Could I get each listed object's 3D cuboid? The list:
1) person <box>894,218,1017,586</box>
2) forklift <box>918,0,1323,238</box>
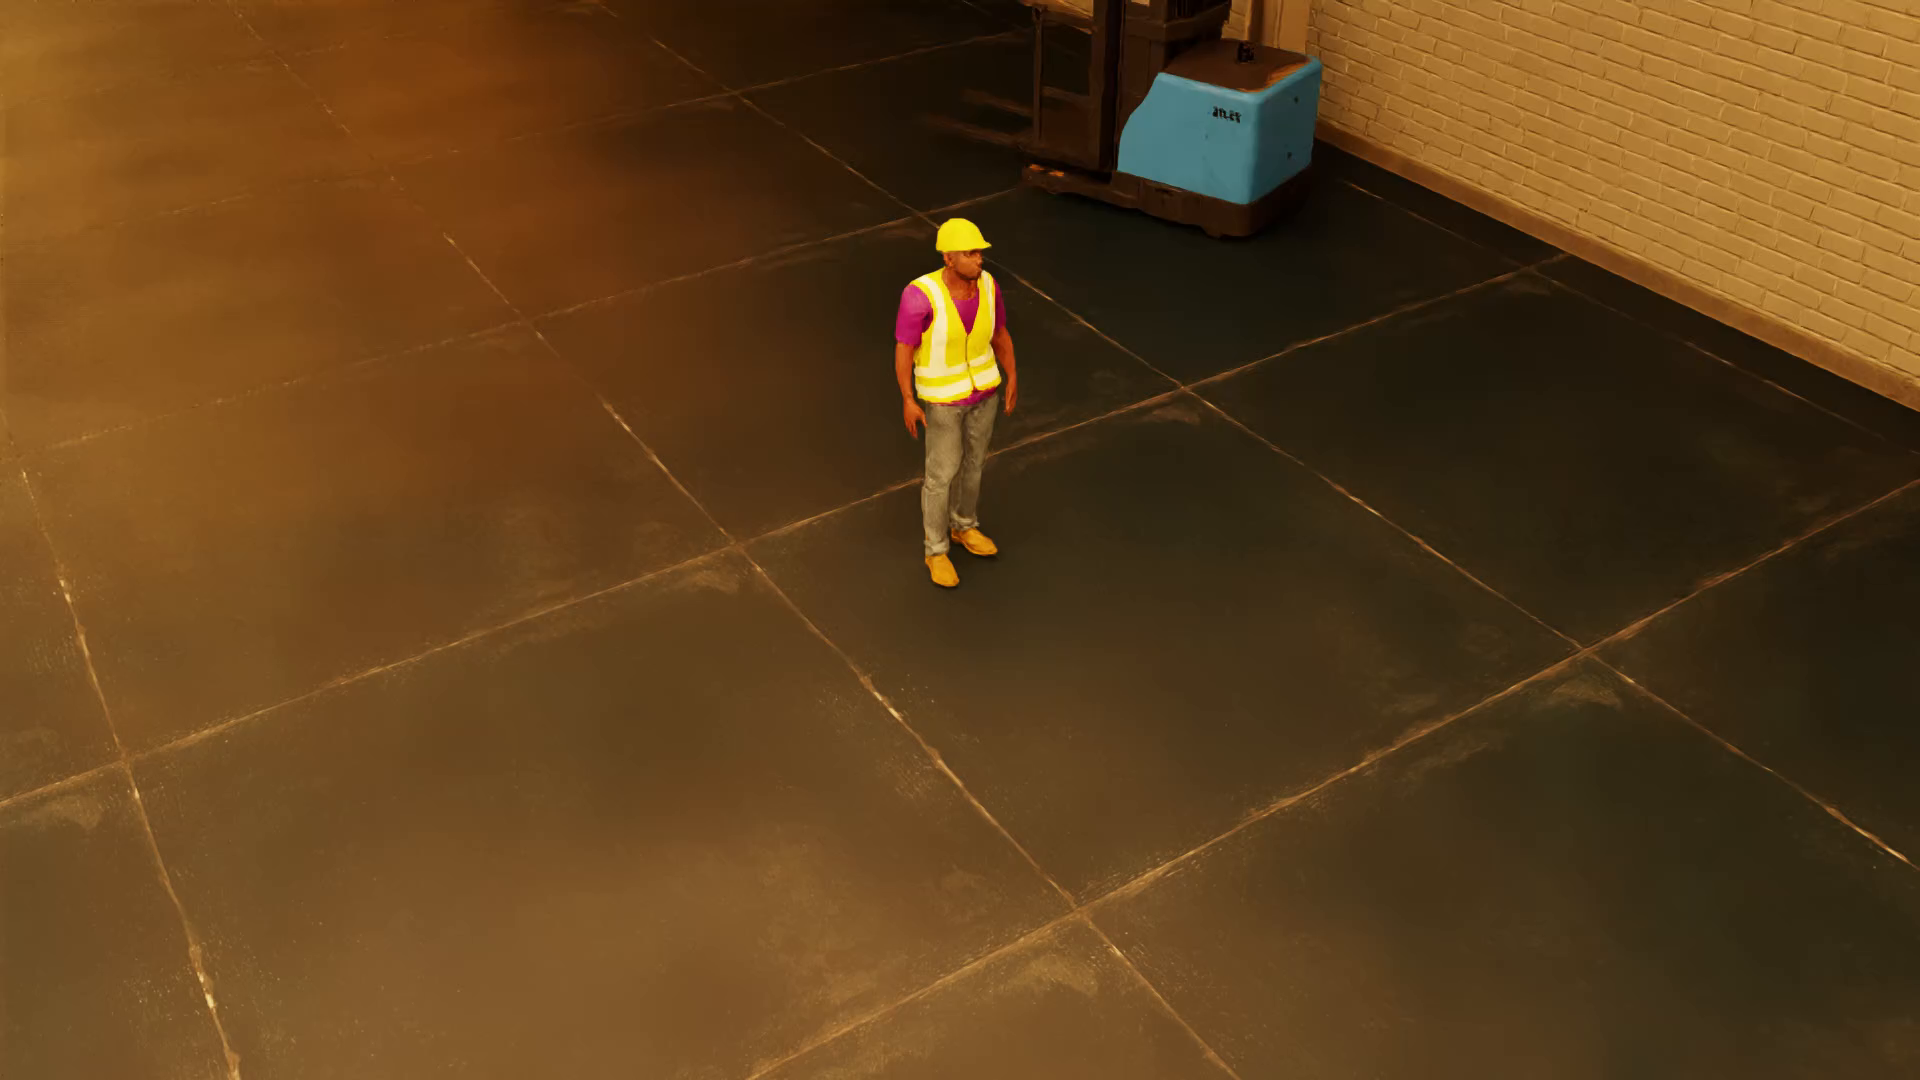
[{"bbox_3d":[0.034,-0.693,8.135,0.665,1.766,0.576,-21,40,-27],"label":"person"},{"bbox_3d":[1.075,-3.988,11.823,3.031,2.935,1.130,23,41,29],"label":"forklift"}]
